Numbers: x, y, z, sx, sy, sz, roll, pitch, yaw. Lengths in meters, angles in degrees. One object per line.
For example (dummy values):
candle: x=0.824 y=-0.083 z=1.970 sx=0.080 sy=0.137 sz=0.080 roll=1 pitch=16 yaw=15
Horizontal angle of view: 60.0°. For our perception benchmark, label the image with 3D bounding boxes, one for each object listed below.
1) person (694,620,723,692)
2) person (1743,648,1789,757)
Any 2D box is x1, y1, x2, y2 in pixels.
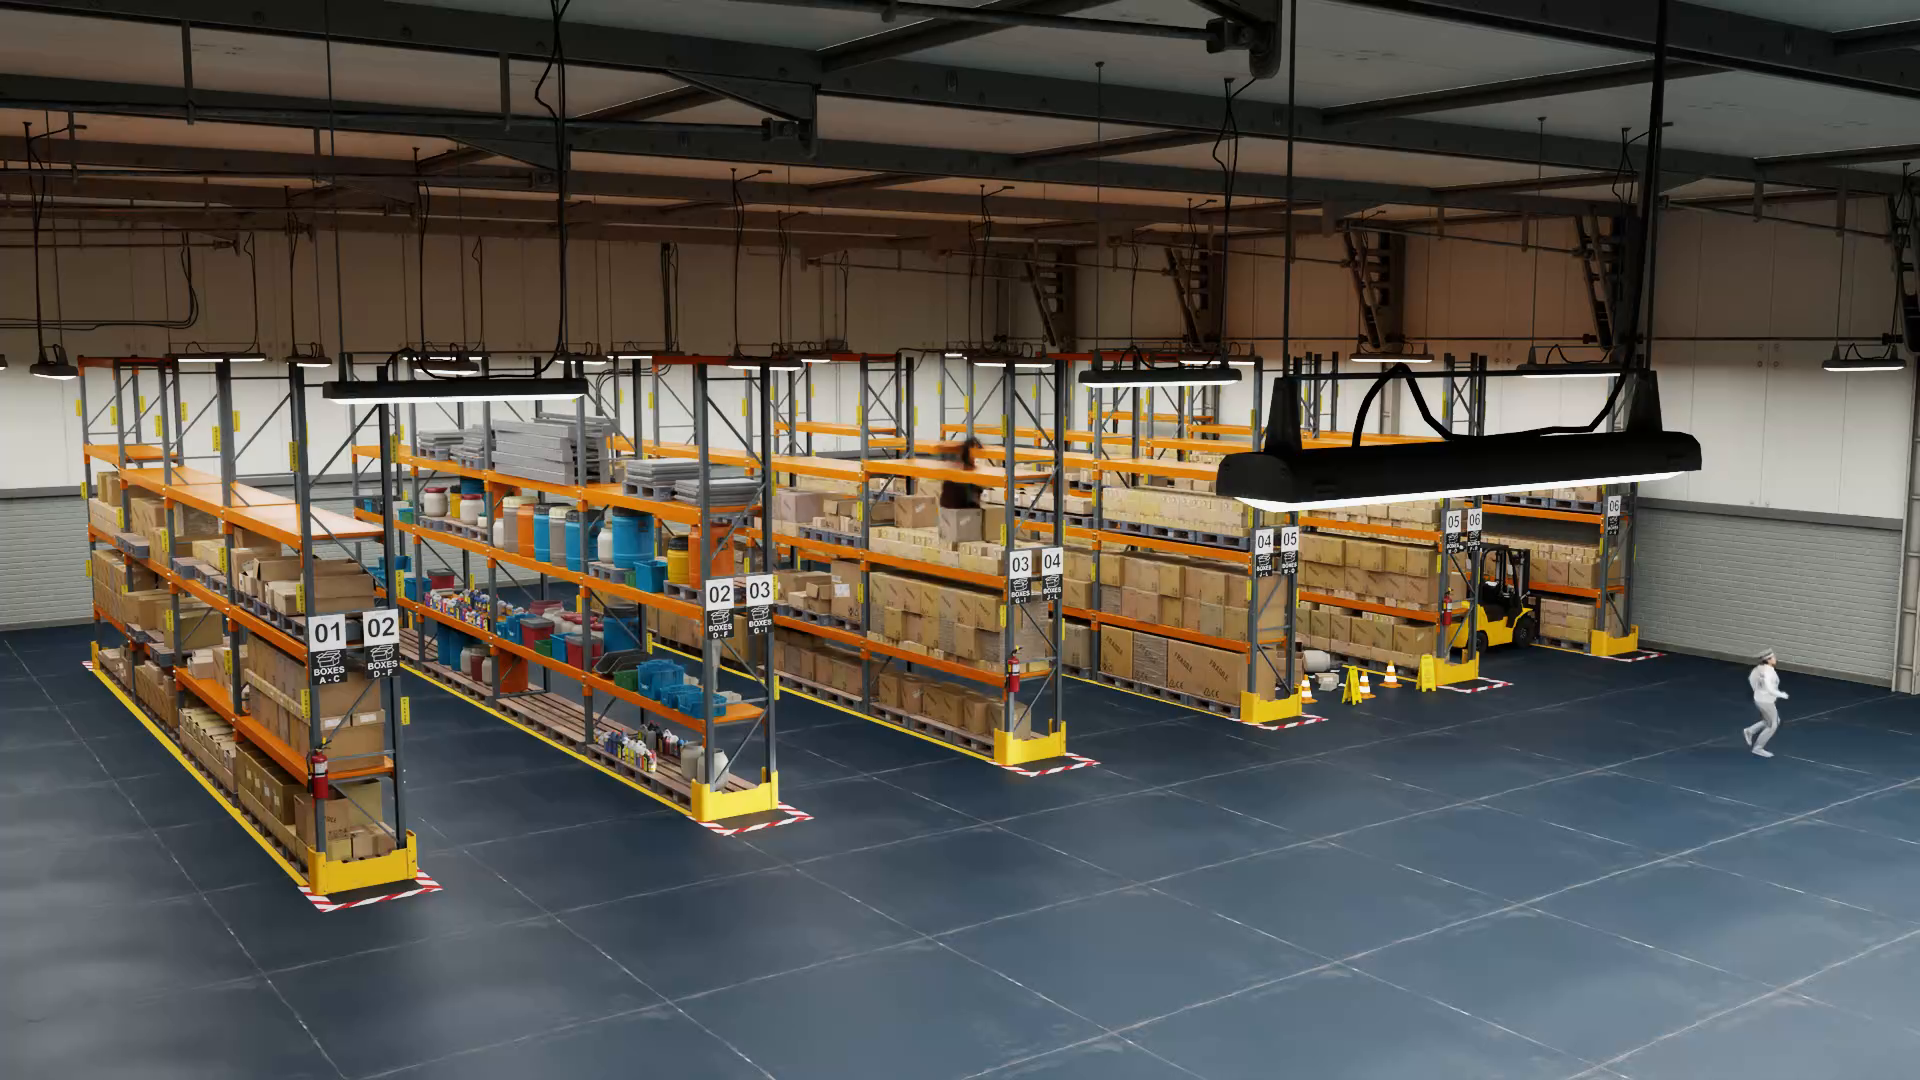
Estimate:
person: x=-4.414 y=1.929 z=29.685 sx=0.555 sy=1.708 sz=0.683 roll=-5 pitch=9 yaw=-37
person: x=12.259 y=2.455 z=25.260 sx=0.547 sy=1.664 sz=0.658 roll=1 pitch=7 yaw=11
